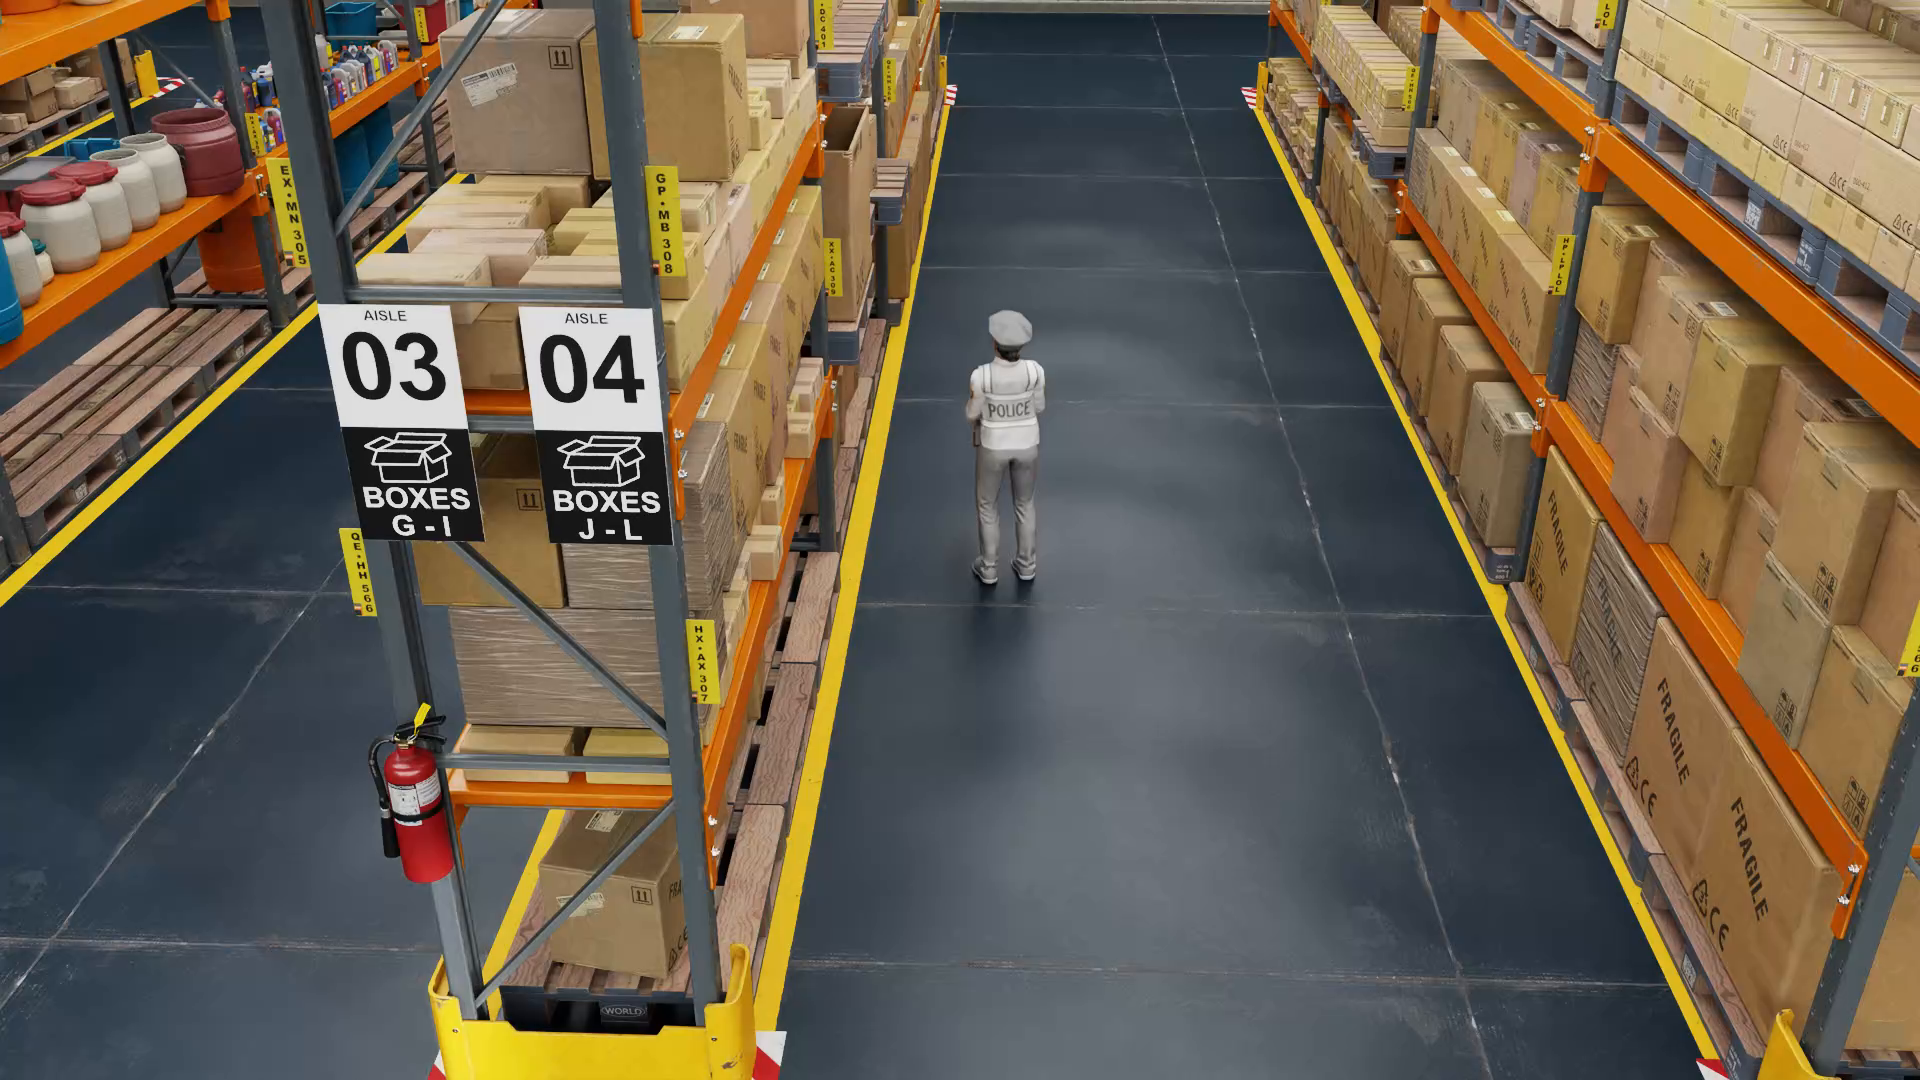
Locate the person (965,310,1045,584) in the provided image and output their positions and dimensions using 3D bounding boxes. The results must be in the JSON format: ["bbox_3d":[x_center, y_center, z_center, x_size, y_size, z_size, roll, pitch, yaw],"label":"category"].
[{"bbox_3d":[0.254,-0.563,9.646,0.461,1.687,0.562,-6,29,-10],"label":"person"}]
